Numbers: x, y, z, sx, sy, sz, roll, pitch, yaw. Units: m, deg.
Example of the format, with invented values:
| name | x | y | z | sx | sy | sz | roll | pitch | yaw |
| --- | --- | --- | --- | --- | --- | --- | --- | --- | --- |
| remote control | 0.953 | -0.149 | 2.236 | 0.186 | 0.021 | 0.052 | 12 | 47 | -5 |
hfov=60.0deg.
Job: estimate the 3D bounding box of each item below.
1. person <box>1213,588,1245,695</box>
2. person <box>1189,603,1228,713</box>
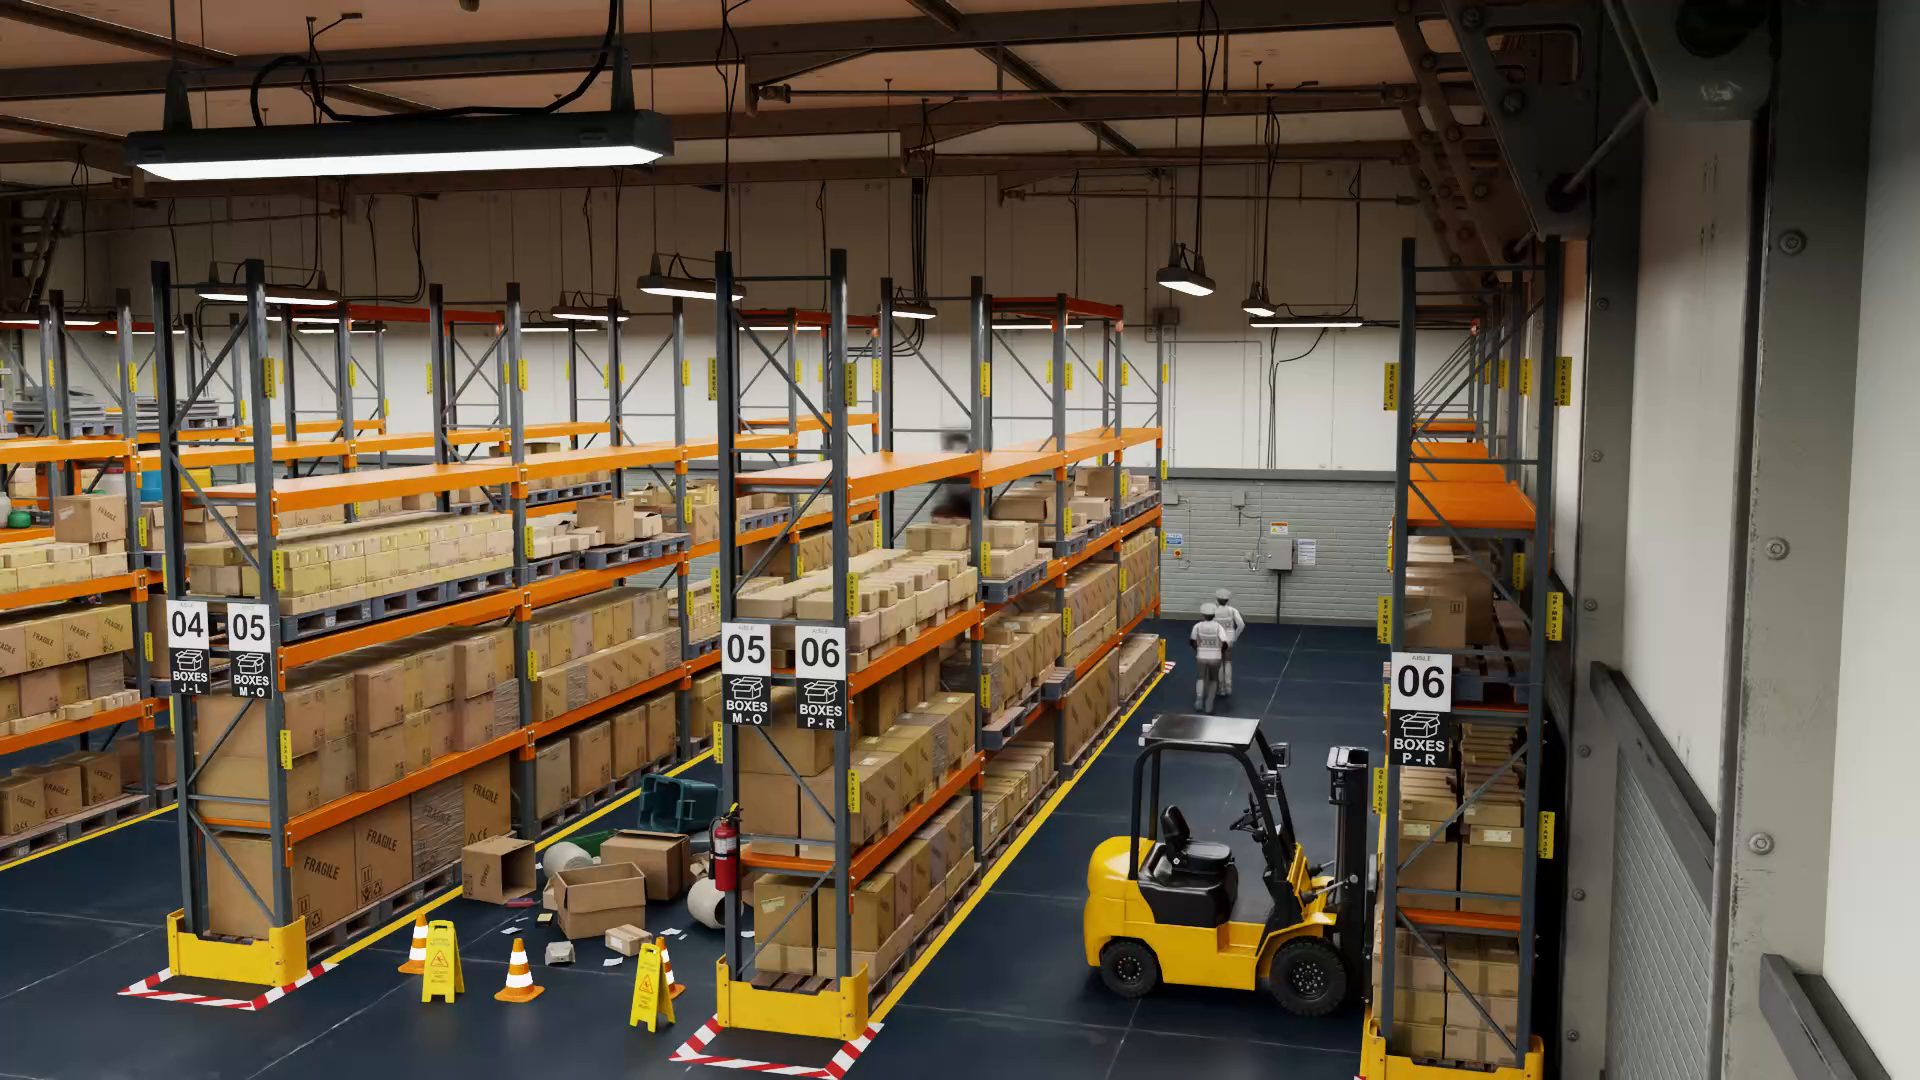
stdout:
| name | x | y | z | sx | sy | sz | roll | pitch | yaw |
| --- | --- | --- | --- | --- | --- | --- | --- | --- | --- |
| person | 4.128 | 1.590 | 26.024 | 0.596 | 1.670 | 0.509 | 0 | 6 | 3 |
| person | 3.670 | 1.749 | 24.552 | 0.574 | 1.650 | 0.587 | 1 | 6 | 13 |
